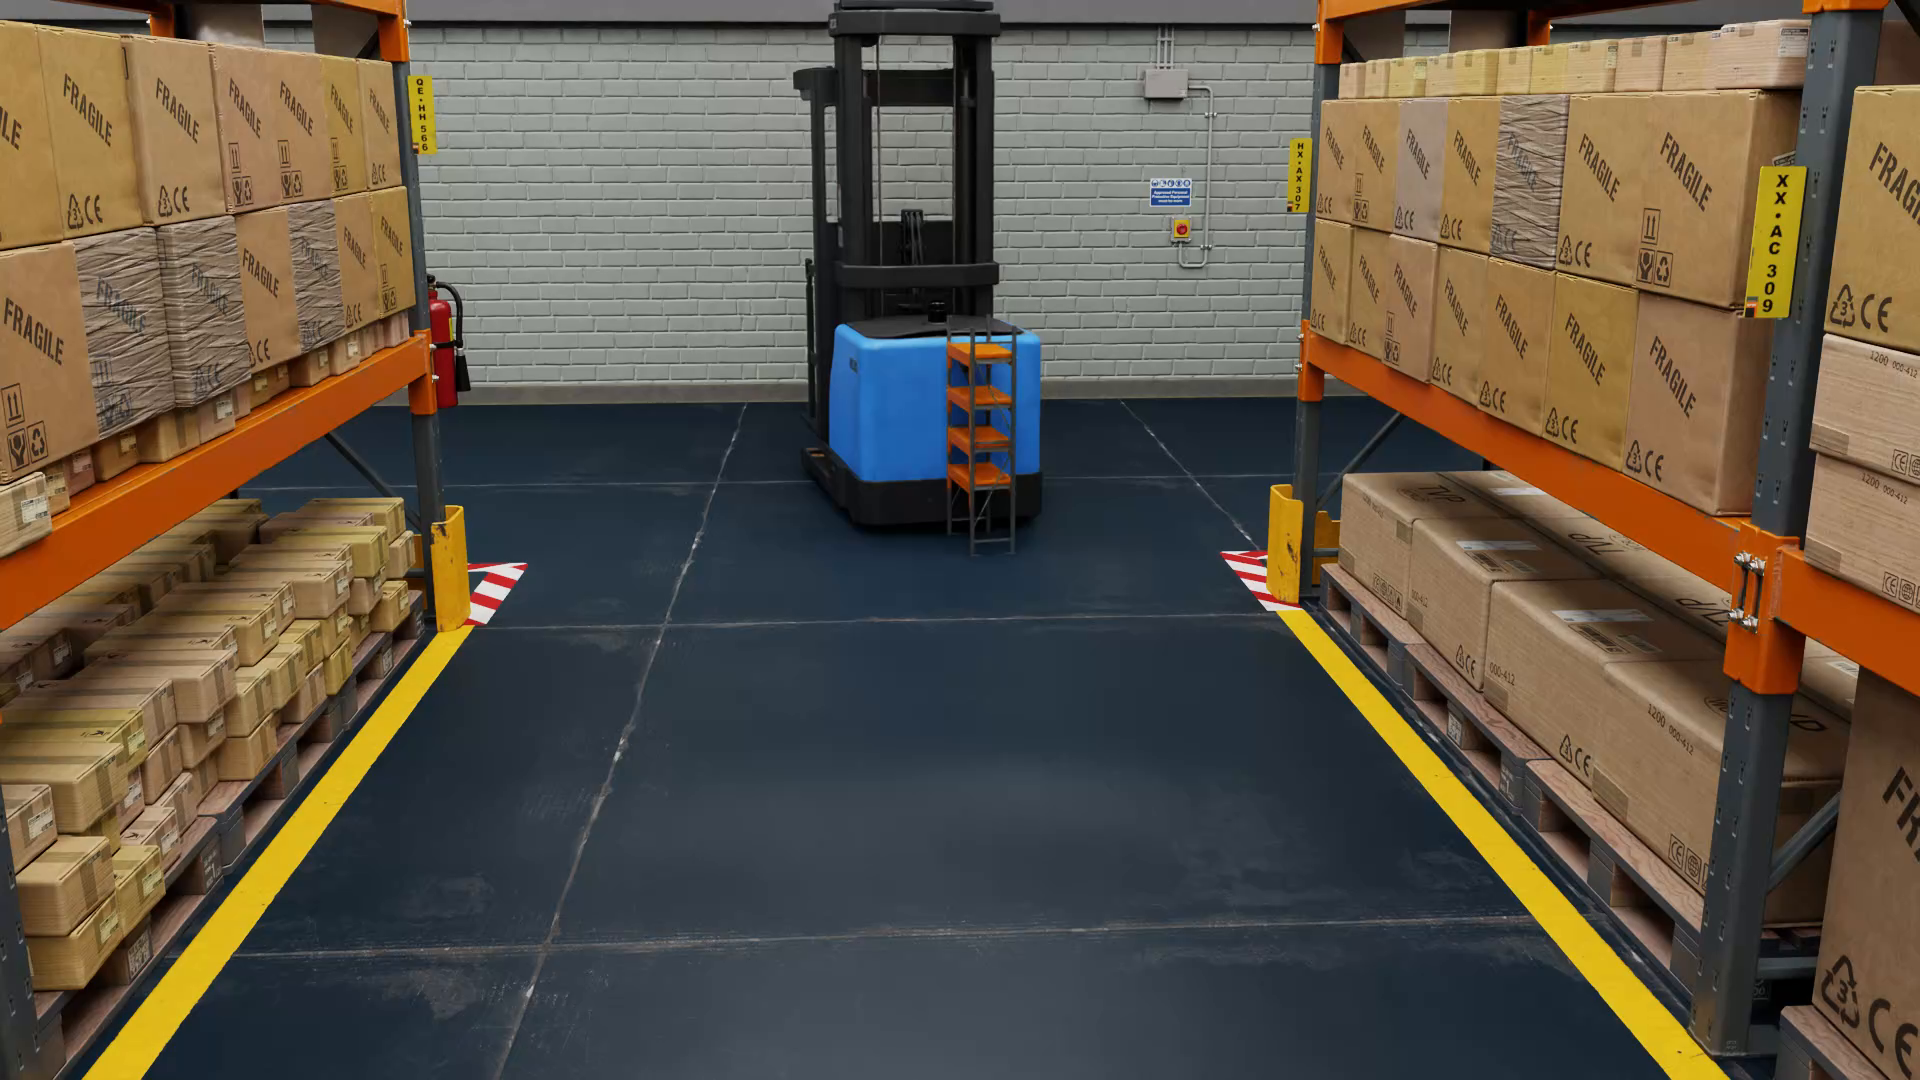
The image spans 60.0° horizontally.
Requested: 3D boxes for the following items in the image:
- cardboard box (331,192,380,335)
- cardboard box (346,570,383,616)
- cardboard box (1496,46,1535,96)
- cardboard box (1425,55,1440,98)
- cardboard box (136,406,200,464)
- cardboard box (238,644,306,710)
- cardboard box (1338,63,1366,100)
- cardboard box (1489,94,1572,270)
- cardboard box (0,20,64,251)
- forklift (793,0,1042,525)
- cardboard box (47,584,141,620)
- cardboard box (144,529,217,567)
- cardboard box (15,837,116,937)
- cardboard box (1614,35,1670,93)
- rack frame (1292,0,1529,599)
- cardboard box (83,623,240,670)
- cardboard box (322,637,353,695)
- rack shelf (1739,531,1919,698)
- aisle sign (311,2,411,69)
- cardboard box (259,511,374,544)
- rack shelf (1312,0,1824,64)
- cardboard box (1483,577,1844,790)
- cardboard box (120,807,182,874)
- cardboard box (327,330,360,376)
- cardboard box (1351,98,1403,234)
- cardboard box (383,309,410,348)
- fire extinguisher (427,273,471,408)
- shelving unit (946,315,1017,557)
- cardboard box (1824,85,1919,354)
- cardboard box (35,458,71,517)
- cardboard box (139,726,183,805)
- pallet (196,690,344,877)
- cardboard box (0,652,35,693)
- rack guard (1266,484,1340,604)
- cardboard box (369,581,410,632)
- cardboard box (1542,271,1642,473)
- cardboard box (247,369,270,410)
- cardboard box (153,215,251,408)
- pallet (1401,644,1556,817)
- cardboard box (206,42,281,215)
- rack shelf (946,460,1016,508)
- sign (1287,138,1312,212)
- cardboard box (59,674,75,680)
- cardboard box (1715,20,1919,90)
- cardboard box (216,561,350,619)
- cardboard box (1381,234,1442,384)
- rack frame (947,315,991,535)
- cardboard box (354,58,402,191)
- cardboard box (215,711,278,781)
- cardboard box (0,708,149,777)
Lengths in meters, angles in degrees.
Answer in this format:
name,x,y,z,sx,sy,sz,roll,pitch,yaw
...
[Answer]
name,x,y,z,sx,sy,sz,roll,pitch,yaw
cardboard box,-2.535,-1.051,6.294,0.500,0.500,0.500,-1,14,-4
cardboard box,-2.495,0.195,6.531,0.380,0.149,0.250,-1,15,-6
cardboard box,1.952,-1.500,5.326,0.380,0.149,0.250,-1,14,-3
cardboard box,1.925,-1.690,6.066,0.380,0.149,0.250,-1,14,-3
cardboard box,-2.410,-0.314,4.730,0.380,0.149,0.250,-1,14,-2
cardboard box,-2.408,0.455,5.518,0.380,0.149,0.250,-1,14,-3
cardboard box,1.833,-1.950,7.078,0.380,0.149,0.250,-1,14,-2
cardboard box,1.966,-1.100,5.074,0.500,0.500,0.500,-1,14,-3
cardboard box,-2.384,-0.892,3.671,0.500,0.500,0.500,-1,14,-2
forklift,-0.398,-1.822,10.225,1.130,2.935,3.031,-4,15,-14
cardboard box,-3.052,0.257,5.692,0.380,0.149,0.250,-1,14,-3
cardboard box,-3.128,0.062,6.452,0.380,0.149,0.250,-1,14,-4
cardboard box,-2.302,0.838,4.030,0.380,0.149,0.250,0,14,-1
cardboard box,2.051,-1.312,4.596,0.380,0.149,0.250,-1,14,-4
rack frame,2.088,-1.196,7.655,1.000,3.000,0.127,-1,14,-3
cardboard box,-2.509,0.373,5.240,0.380,0.149,0.250,-1,15,-6
cardboard box,-2.452,0.464,6.084,0.380,0.149,0.250,-2,15,-6
rack shelf,2.459,0.645,1.945,1.077,0.370,4.000,-1,14,-3
aisle sign,-2.552,-2.376,7.025,0.394,0.787,0.004,-1,14,-3
cardboard box,-2.603,-0.014,6.747,0.380,0.149,0.250,-1,14,-2
rack shelf,2.212,-1.803,5.438,1.077,0.370,4.000,-1,14,-3
cardboard box,2.348,0.456,5.534,0.875,0.438,0.875,-1,14,-5
cardboard box,-2.384,0.855,4.563,0.380,0.149,0.250,-1,14,-4
cardboard box,-2.497,-0.708,6.264,0.380,0.149,0.250,0,14,-2
cardboard box,1.872,-1.477,6.538,0.500,0.500,0.500,-1,14,-5
cardboard box,-2.544,-0.896,6.994,0.380,0.149,0.250,-1,14,-3
fire extinguisher,-2.402,-0.946,7.588,0.296,0.674,0.183,-1,14,-3
shelving unit,0.109,-0.558,8.786,0.258,1.200,0.503,-4,15,-14
cardboard box,2.076,-0.620,3.209,0.500,0.500,0.500,-1,14,-3
cardboard box,-2.380,-0.117,3.964,0.380,0.149,0.250,0,14,-2
cardboard box,-2.472,0.650,4.763,0.380,0.149,0.250,-2,15,-6
pallet,-2.754,0.780,5.571,1.003,0.211,1.213,-1,14,-3
cardboard box,-3.006,0.449,4.948,0.380,0.149,0.250,-2,15,-6
rack guard,2.086,0.009,7.990,1.175,0.500,0.348,-1,14,-3
cardboard box,-2.489,0.273,6.825,0.380,0.149,0.250,0,14,-2
cardboard box,2.014,-0.489,4.706,0.500,0.500,0.500,-1,14,-5
cardboard box,-2.520,-0.509,5.488,0.380,0.149,0.250,-1,14,-2
cardboard box,-2.411,-0.668,4.805,0.500,0.500,0.500,-1,14,-5
pallet,2.288,0.655,6.058,1.003,0.211,1.213,-1,14,-3
cardboard box,-2.462,-1.275,5.156,0.500,0.500,0.500,-1,14,-5
rack shelf,0.109,-0.300,8.852,0.258,0.148,0.480,-4,15,-14
sign,1.533,-1.647,7.510,0.100,0.325,0.005,-1,14,-3
cardboard box,-2.948,0.533,5.218,0.380,0.149,0.250,-2,15,-6
cardboard box,1.999,-1.120,3.850,0.380,0.149,0.250,-1,14,-5
cardboard box,-2.435,0.180,5.993,0.380,0.149,0.250,0,14,-1
cardboard box,1.903,-0.869,6.182,0.500,0.500,0.500,-1,14,-4
rack frame,0.048,-0.617,9.015,0.240,1.200,0.015,-4,15,-14
cardboard box,-2.570,-1.661,6.659,0.500,0.500,0.500,-1,14,-5
cardboard box,-2.422,0.660,5.320,0.380,0.149,0.250,-1,14,-5
cardboard box,-2.436,0.569,4.480,0.380,0.149,0.250,-1,14,-4
